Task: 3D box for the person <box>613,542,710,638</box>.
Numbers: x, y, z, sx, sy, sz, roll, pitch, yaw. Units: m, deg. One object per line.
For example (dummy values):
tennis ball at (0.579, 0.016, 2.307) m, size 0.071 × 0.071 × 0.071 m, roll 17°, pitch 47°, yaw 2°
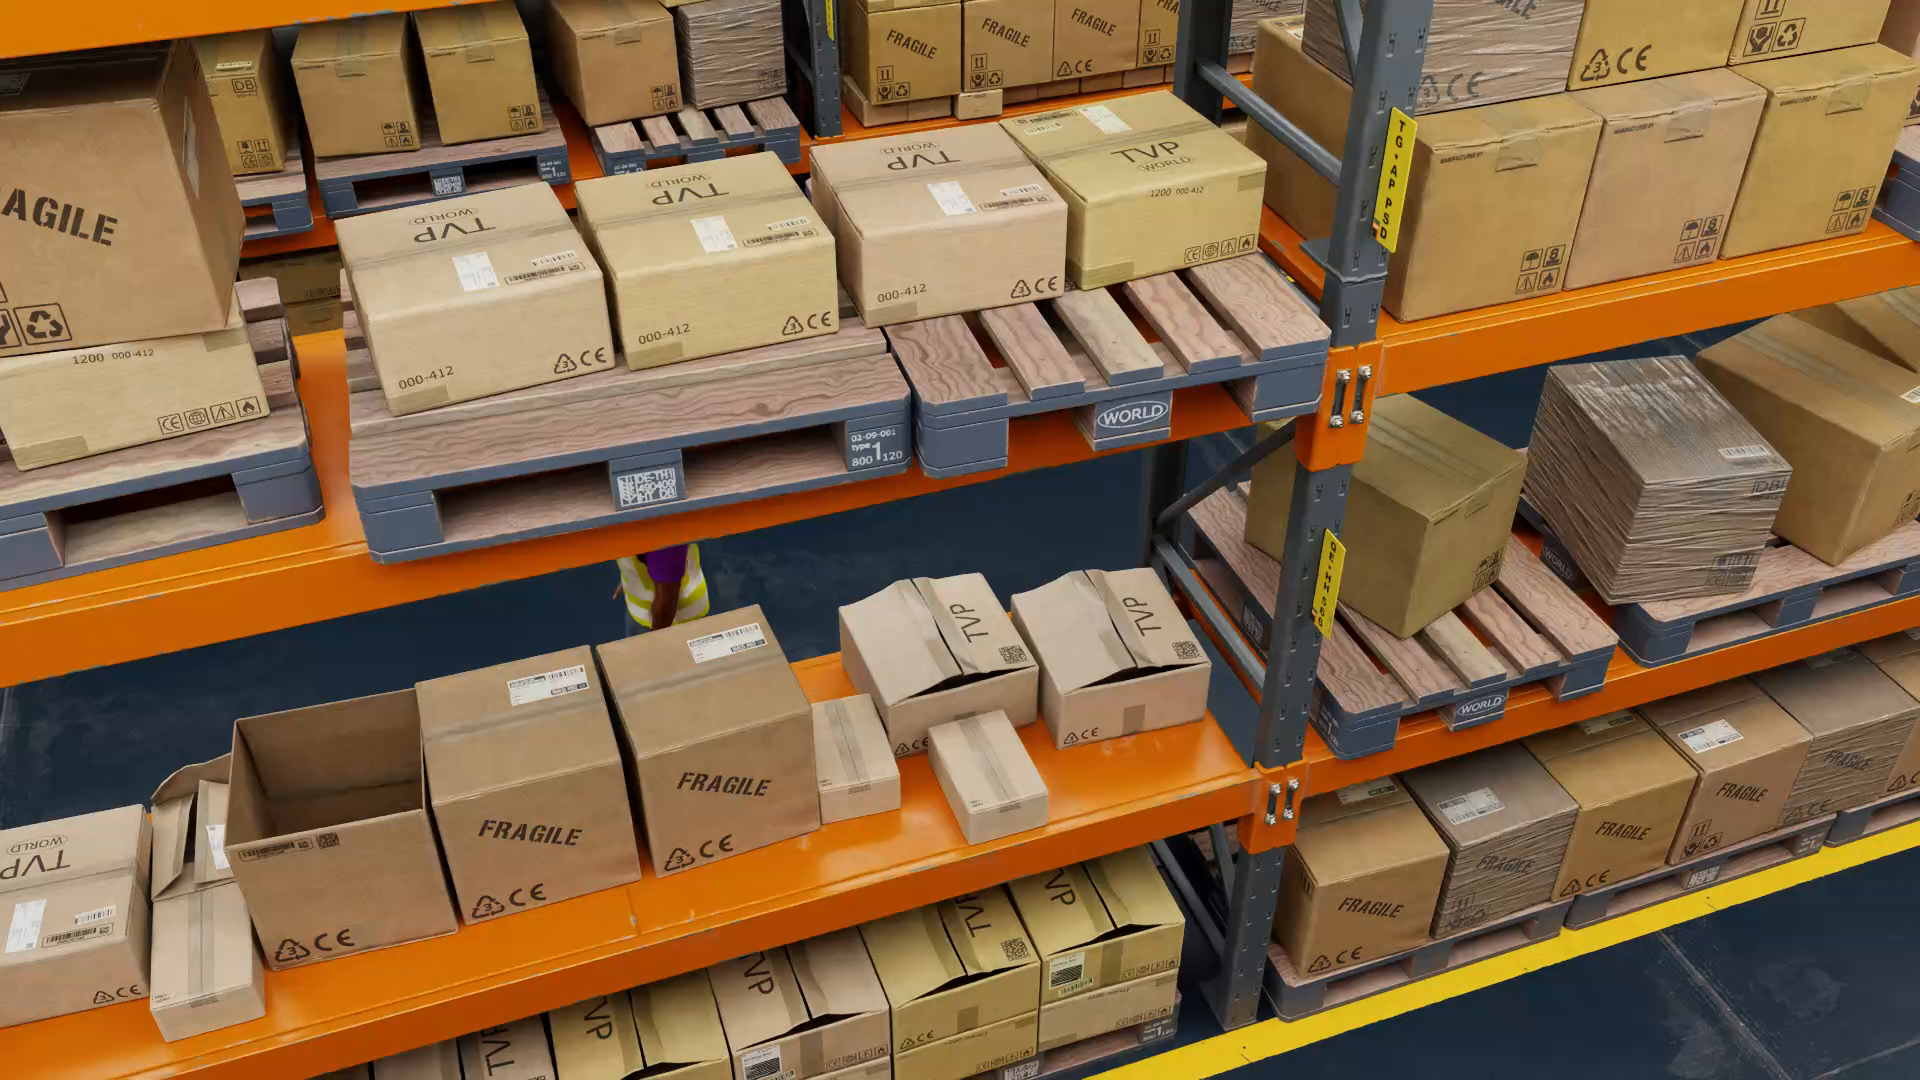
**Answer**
person at (-1.188, 0.252, 6.461) m, size 0.409 × 1.738 × 0.581 m, roll -12°, pitch 39°, yaw -15°
